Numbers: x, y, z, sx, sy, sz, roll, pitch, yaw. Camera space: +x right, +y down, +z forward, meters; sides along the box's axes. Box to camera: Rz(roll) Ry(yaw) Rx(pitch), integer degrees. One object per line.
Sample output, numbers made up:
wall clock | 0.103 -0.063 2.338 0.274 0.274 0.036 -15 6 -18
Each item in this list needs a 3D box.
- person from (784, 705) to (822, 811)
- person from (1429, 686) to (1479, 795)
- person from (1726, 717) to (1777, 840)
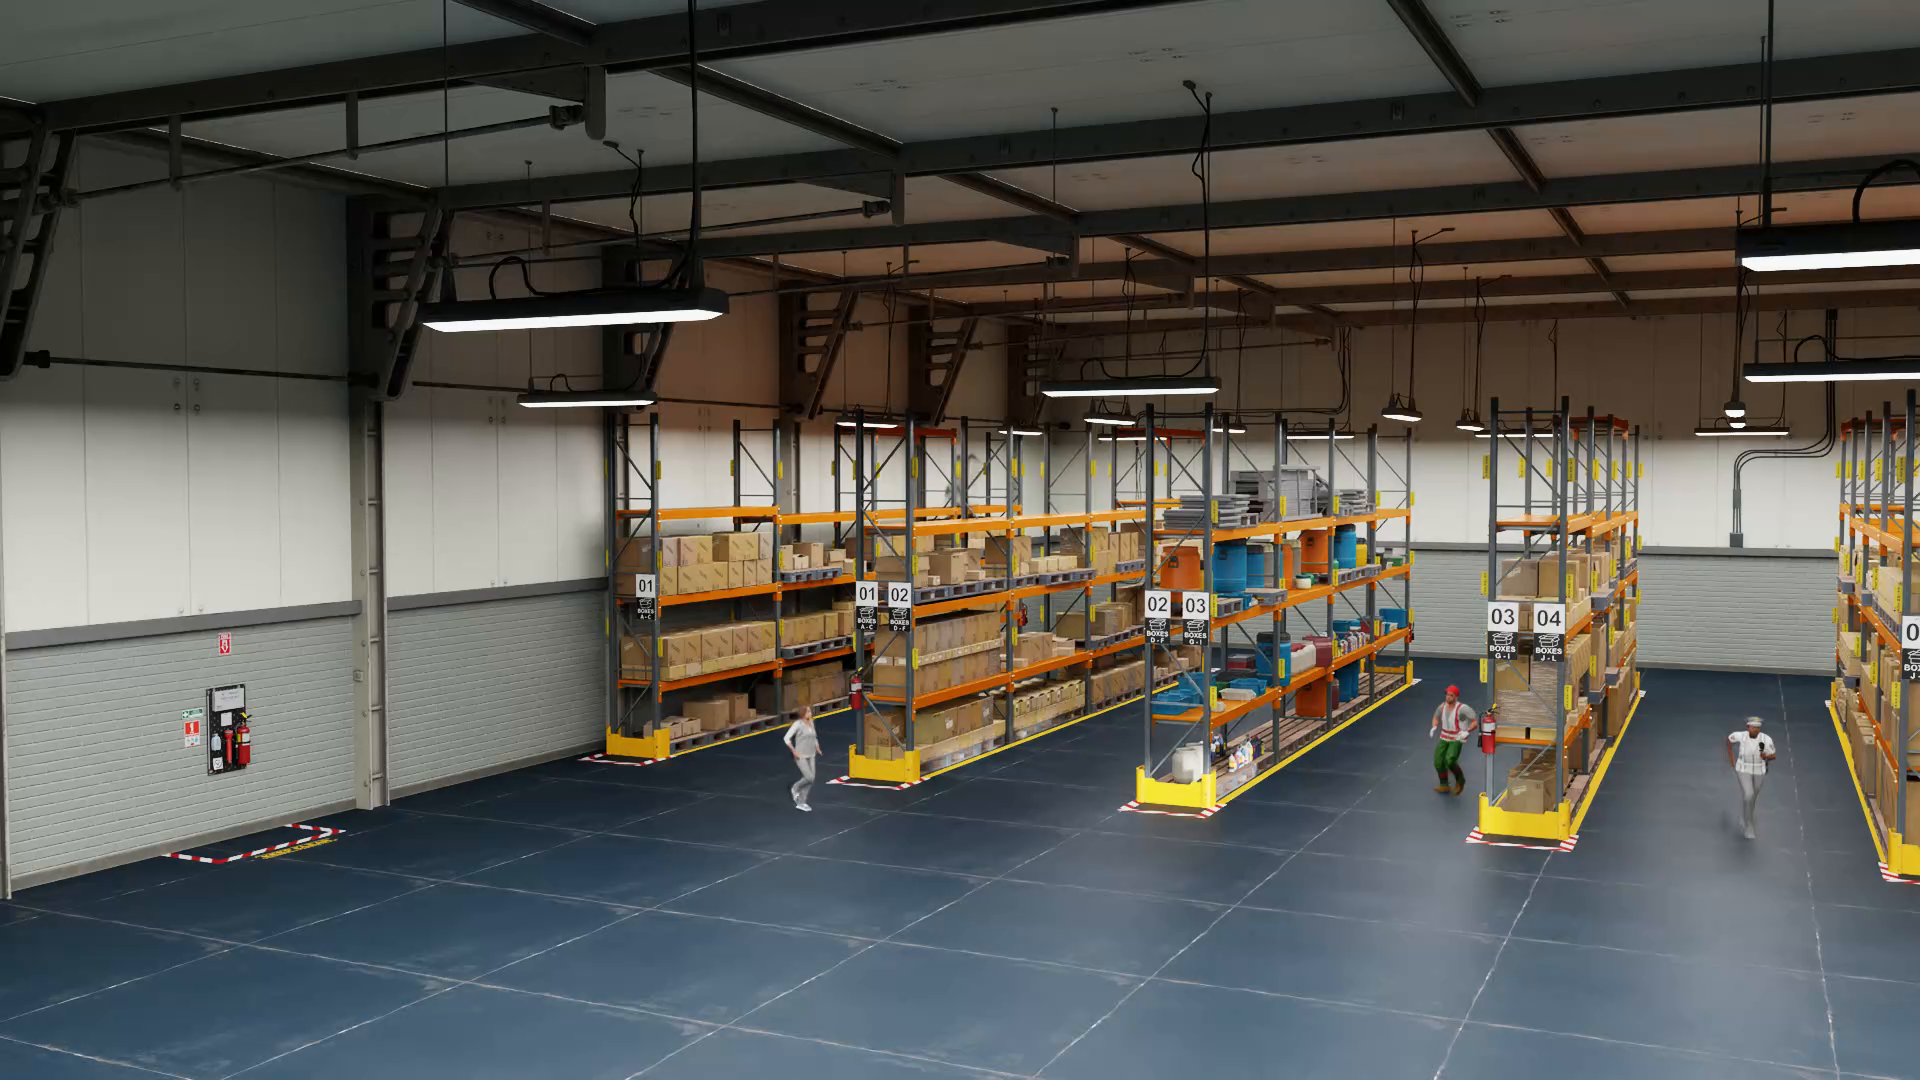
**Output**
person | -2.279 3.201 24.426 0.486 1.563 0.543 2 3 41
person | 7.566 3.076 25.542 0.646 1.692 0.757 -2 3 -44
person | 10.848 3.225 22.825 0.572 1.690 0.907 0 2 11
